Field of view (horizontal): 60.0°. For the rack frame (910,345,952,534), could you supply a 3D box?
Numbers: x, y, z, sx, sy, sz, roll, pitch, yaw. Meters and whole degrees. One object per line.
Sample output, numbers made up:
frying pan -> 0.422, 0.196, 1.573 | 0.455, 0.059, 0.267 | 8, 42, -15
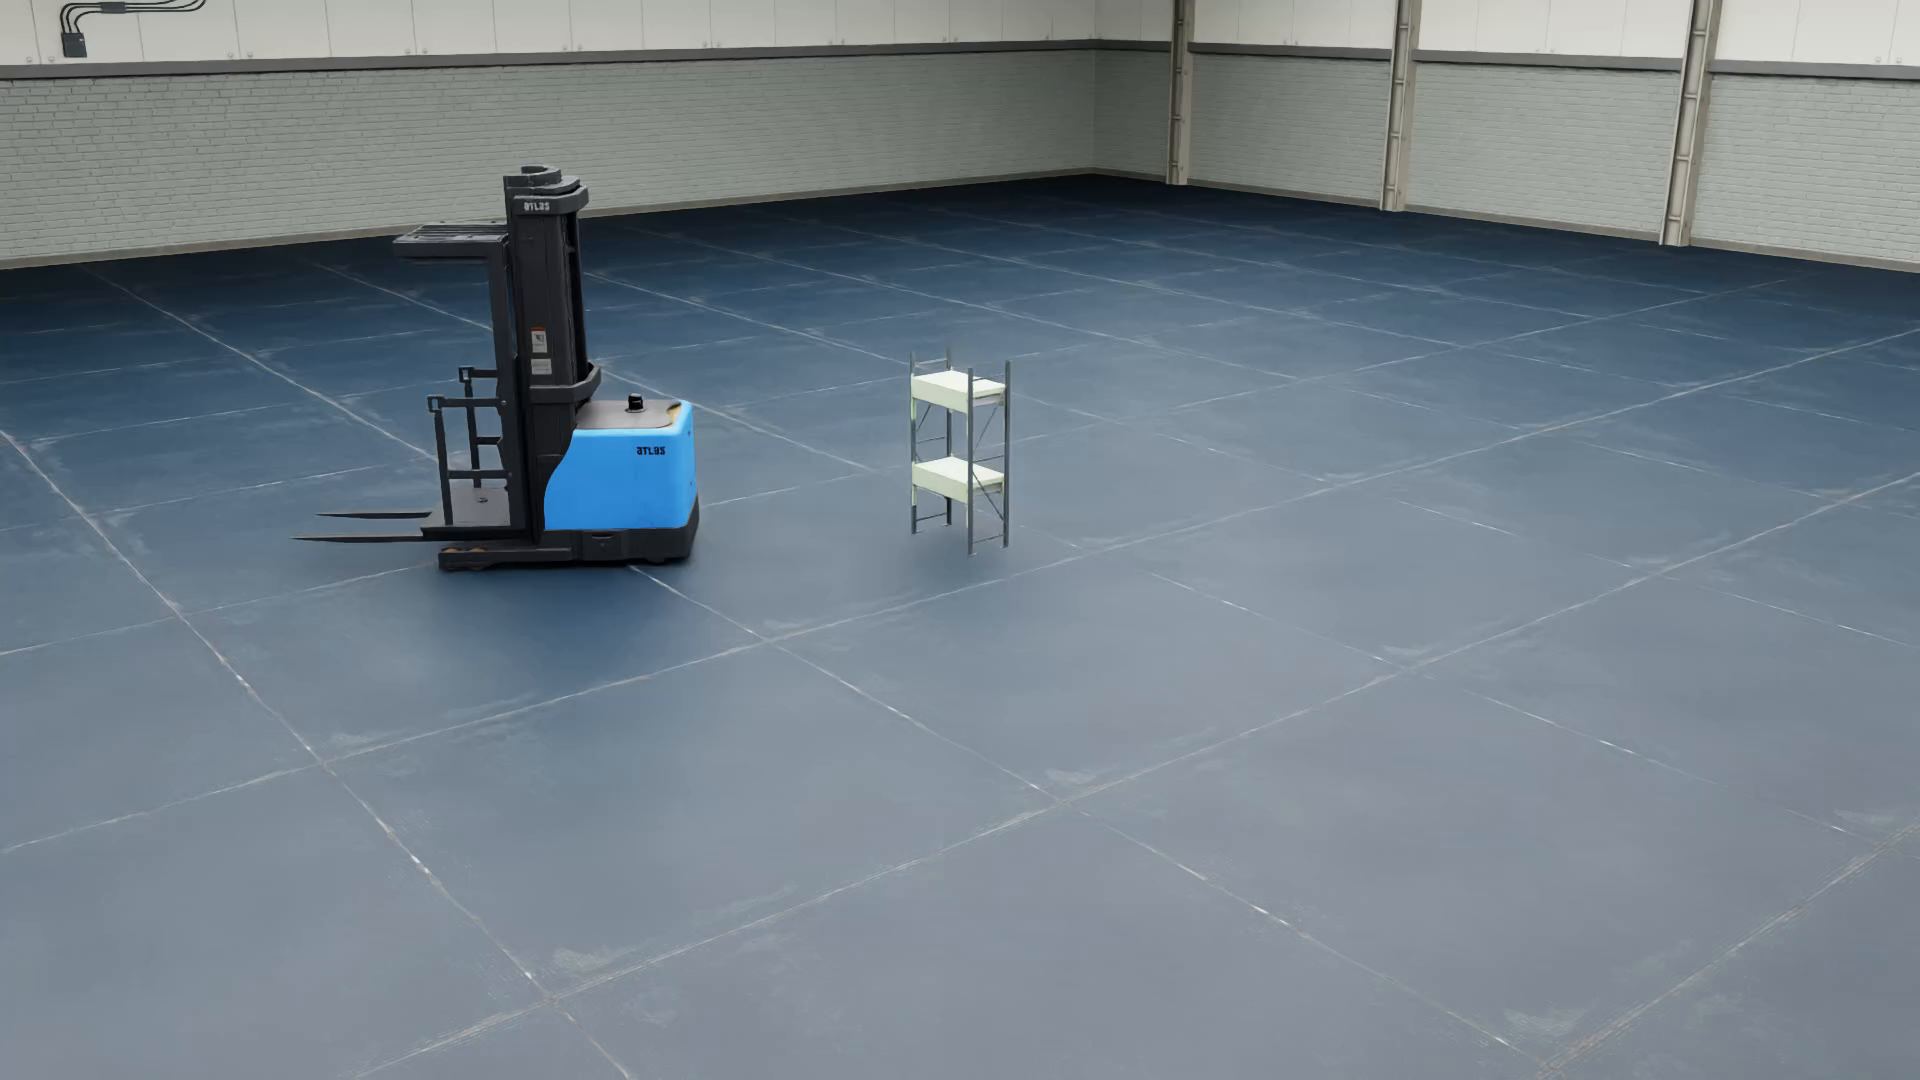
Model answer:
rack frame -> -0.231, -0.804, 13.404 | 0.400, 1.500, 0.023 | -14, 23, -36

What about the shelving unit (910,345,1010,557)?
shelving unit -> -0.004, -0.714, 13.132 | 0.431, 1.500, 0.755 | -14, 23, -36

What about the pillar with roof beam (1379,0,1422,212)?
pillar with roof beam -> 5.274, -10.028, 29.332 | 9.100, 9.000, 0.400 | -14, 23, -36

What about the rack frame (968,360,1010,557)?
rack frame -> 0.223, -0.623, 12.859 | 0.400, 1.500, 0.023 | -14, 23, -36

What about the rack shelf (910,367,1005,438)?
rack shelf -> -0.004, -1.084, 13.009 | 0.431, 0.370, 0.720 | -14, 23, -36

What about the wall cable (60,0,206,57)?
wall cable -> -13.111, -10.646, 25.788 | 2.305, 6.003, 0.169 | -14, 23, -36

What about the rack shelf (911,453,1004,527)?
rack shelf -> -0.004, -0.404, 13.234 | 0.431, 0.370, 0.720 | -14, 23, -36

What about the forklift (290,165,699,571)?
forklift -> -3.625, -1.327, 12.709 | 3.031, 2.935, 1.130 | -1, 18, -3

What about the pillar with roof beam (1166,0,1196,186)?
pillar with roof beam -> 1.548, -11.507, 33.796 | 9.100, 9.000, 0.400 | -14, 23, -36

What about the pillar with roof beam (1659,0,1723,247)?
pillar with roof beam -> 8.999, -8.550, 24.867 | 9.100, 9.000, 0.400 | -14, 23, -36
